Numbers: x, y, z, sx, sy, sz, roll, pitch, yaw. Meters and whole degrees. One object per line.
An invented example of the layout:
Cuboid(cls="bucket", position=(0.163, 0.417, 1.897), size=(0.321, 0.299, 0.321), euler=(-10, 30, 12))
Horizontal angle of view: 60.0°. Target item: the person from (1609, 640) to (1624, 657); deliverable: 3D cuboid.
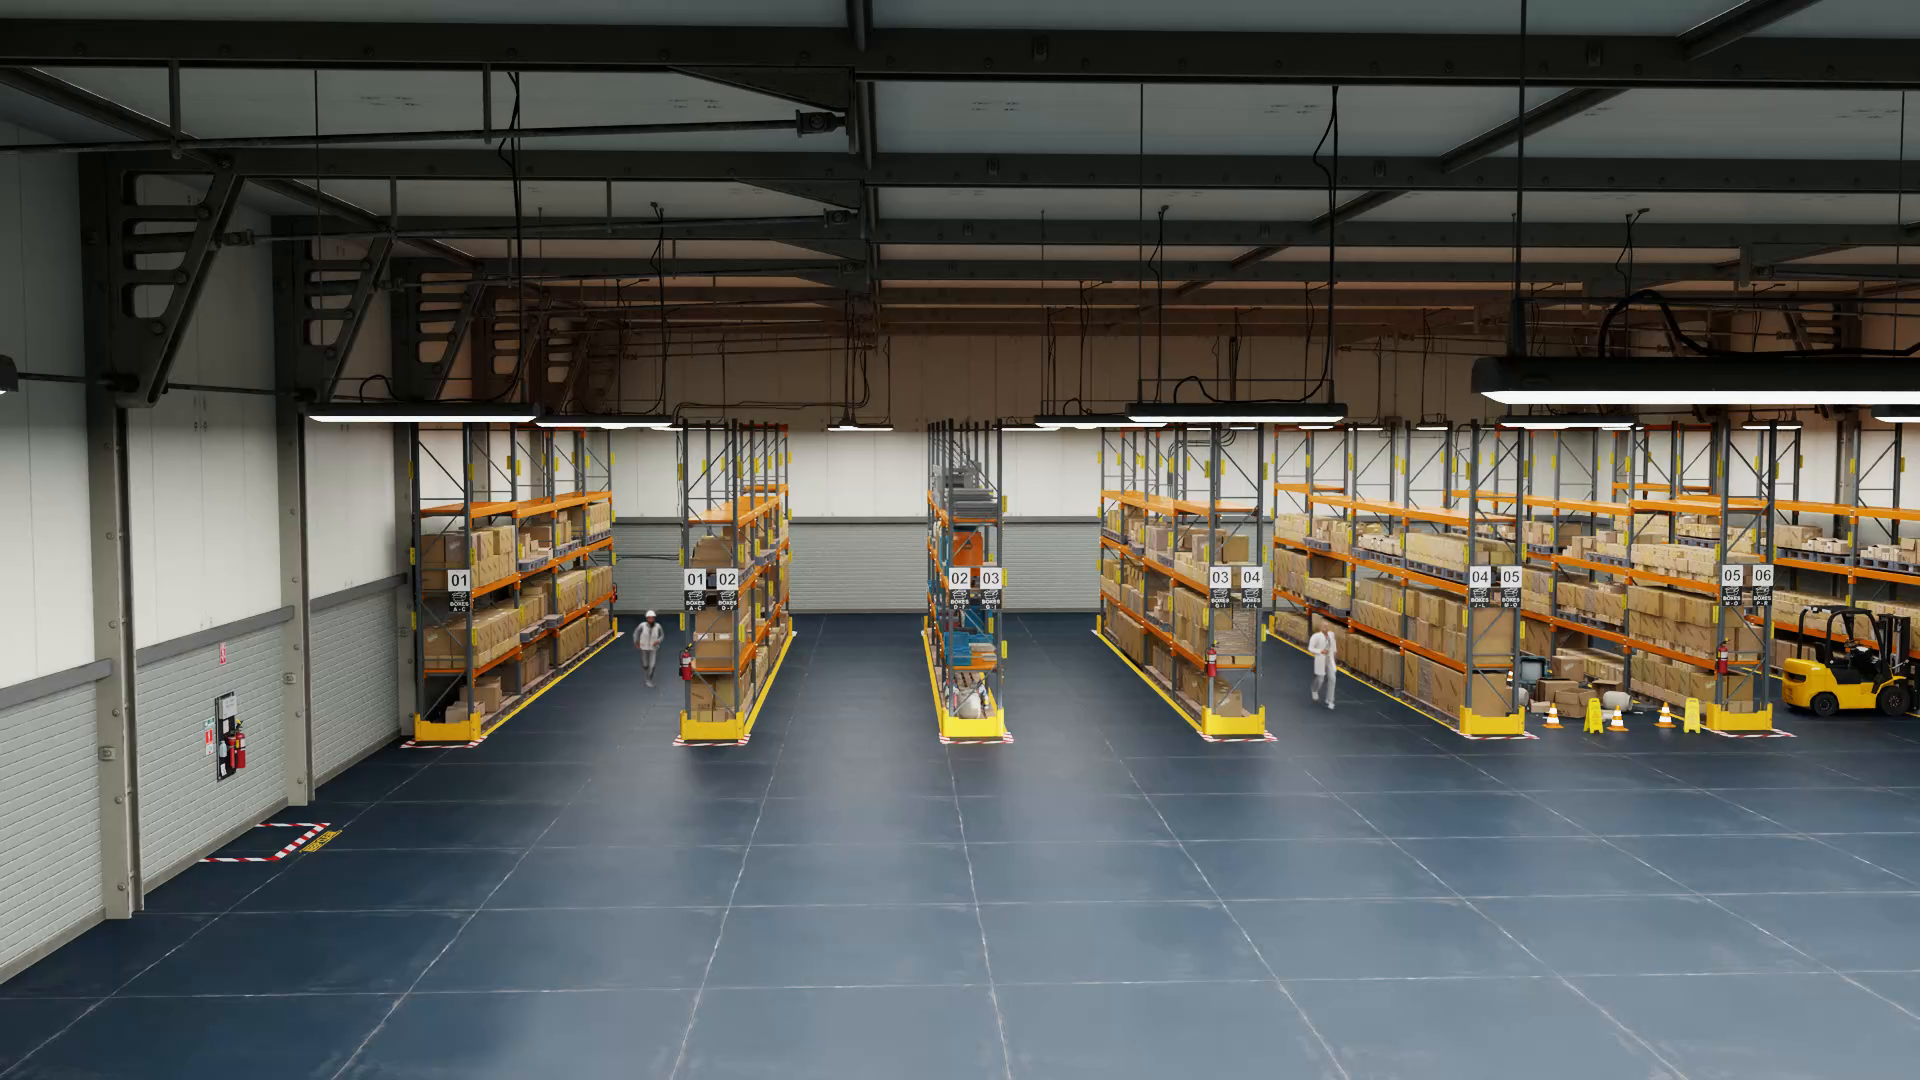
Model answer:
Cuboid(cls="person", position=(16.755, 2.146, 42.365), size=(0.704, 1.721, 0.555), euler=(0, 4, -6))

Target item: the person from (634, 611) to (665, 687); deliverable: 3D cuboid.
Cuboid(cls="person", position=(-7.050, 2.465, 37.717), size=(0.693, 1.730, 0.682), euler=(-1, 4, -11))

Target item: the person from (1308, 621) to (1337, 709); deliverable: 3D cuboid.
Cuboid(cls="person", position=(7.645, 2.616, 34.975), size=(0.742, 1.836, 0.956), euler=(-1, 4, -17))

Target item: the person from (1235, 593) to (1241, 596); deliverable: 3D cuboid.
Cuboid(cls="person", position=(7.737, 1.926, 46.349), size=(0.596, 1.657, 0.576), euler=(0, 4, -5))
